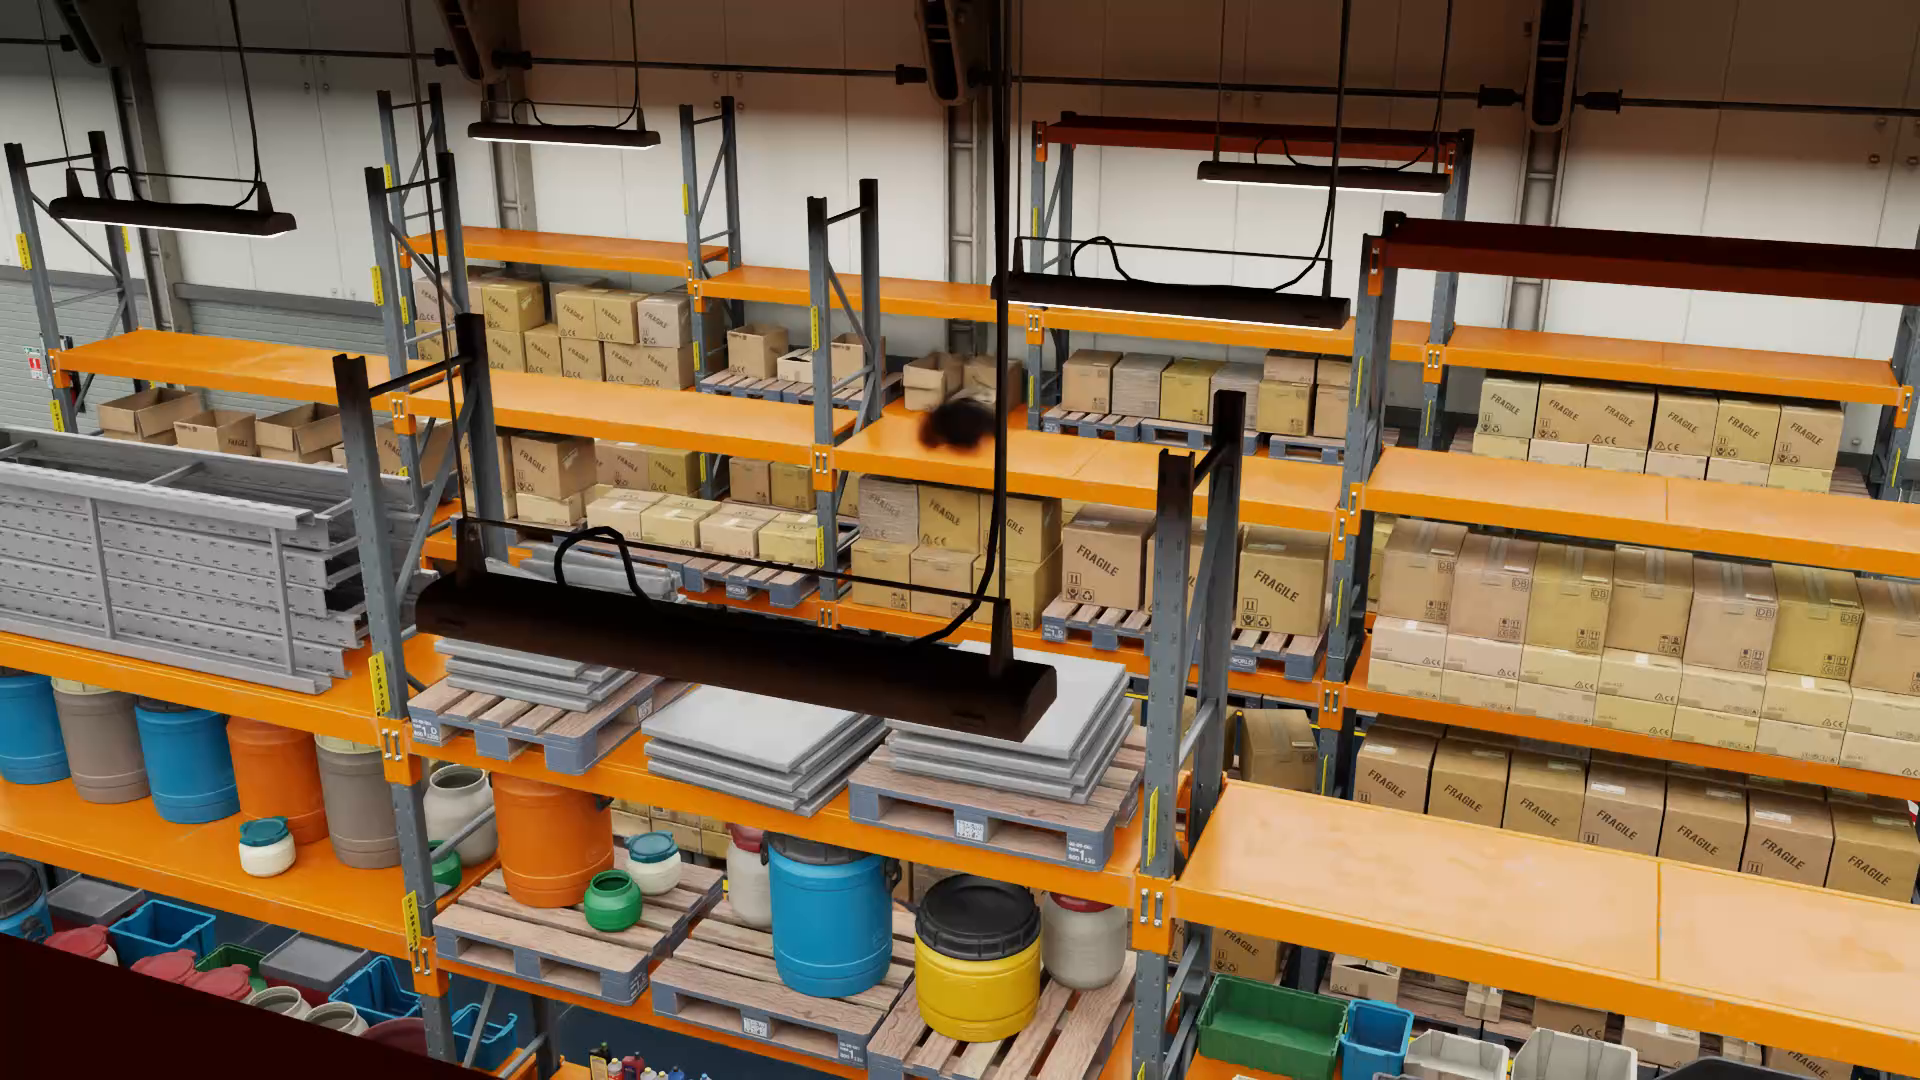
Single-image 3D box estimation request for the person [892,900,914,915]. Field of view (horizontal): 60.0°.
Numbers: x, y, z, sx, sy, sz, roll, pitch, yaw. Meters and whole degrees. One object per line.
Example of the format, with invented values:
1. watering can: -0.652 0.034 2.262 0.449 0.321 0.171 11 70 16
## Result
1. person: -0.727 3.122 12.197 0.928 1.416 0.628 15 25 33
